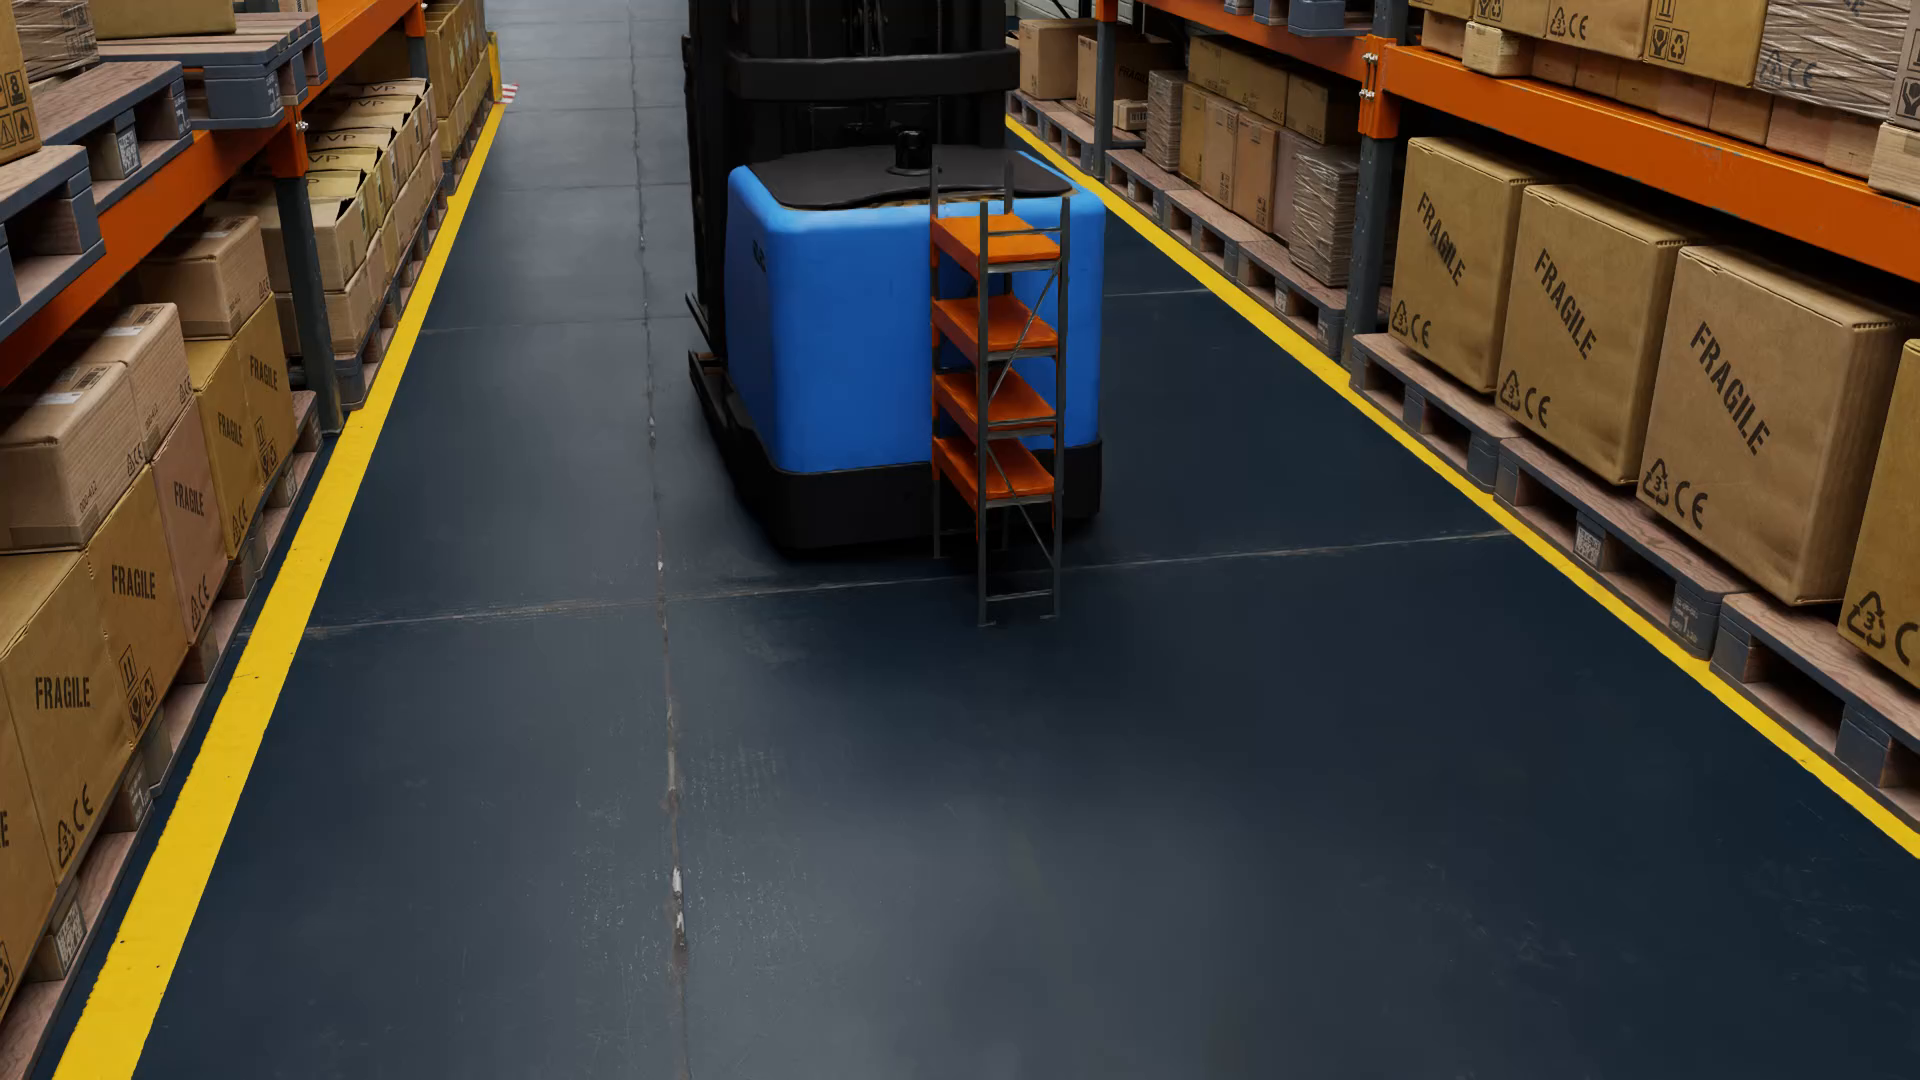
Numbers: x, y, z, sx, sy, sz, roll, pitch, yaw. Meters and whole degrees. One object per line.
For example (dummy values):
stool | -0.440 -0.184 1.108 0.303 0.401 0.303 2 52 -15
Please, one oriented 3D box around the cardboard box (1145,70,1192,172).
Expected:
cardboard box | 1.494 -2.453 9.693 0.700 0.500 0.500 -3 24 -8

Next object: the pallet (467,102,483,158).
pallet | -3.861 -2.836 11.480 1.003 0.211 1.213 -4 24 -10

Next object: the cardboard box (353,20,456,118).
cardboard box | -3.304 -2.799 9.885 0.500 0.500 0.500 -4 24 -10

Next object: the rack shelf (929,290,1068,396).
rack shelf | 0.100 -0.555 4.630 0.258 0.148 0.480 -6 24 -14

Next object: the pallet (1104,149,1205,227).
pallet | 1.487 -2.102 9.798 1.003 0.211 1.213 -4 24 -10

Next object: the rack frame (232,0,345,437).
rack frame | -2.787 -1.744 5.496 1.000 3.000 0.127 -4 24 -10

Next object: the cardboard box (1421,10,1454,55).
cardboard box | 1.914 -1.860 6.049 0.380 0.149 0.250 -5 24 -11

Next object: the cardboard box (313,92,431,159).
cardboard box | -3.067 -2.165 8.668 0.500 0.311 0.500 -4 24 -8

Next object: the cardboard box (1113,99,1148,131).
cardboard box | 1.213 -2.797 10.897 0.380 0.166 0.250 -8 25 -17

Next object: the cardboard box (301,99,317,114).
cardboard box | -3.607 -2.129 8.586 0.500 0.311 0.500 -5 24 -10

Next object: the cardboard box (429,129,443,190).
cardboard box | -3.165 -2.108 9.240 0.500 0.250 0.500 -5 24 -10

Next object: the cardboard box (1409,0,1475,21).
cardboard box | 1.919 -2.093 5.774 0.500 0.500 0.500 -4 24 -8

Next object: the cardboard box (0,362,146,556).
cardboard box | -2.082 -0.172 3.533 0.500 0.250 0.500 -4 24 -10

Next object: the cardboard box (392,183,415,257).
cardboard box | -2.885 -1.508 7.865 0.500 0.250 0.500 -4 24 -9

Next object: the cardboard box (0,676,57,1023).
cardboard box | -1.897 0.565 2.782 0.500 0.500 0.500 -5 24 -12

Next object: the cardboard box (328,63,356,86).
cardboard box | -3.908 -2.957 10.247 0.500 0.500 0.500 -4 24 -10

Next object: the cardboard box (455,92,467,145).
cardboard box | -3.402 -2.652 10.485 0.500 0.250 0.500 -4 24 -10

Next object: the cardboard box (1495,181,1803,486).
cardboard box | 2.244 -0.676 5.210 0.750 0.750 0.750 -4 24 -10

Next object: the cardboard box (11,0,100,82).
cardboard box | -2.578 -1.369 3.987 0.700 0.500 0.500 0 24 0

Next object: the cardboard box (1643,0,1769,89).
cardboard box | 2.202 -1.487 4.386 0.500 0.500 0.500 -4 24 -8

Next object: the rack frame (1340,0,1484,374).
rack frame | 2.081 -2.112 6.338 1.000 3.000 0.127 -4 24 -10

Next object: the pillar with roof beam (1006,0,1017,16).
pillar with roof beam | -3.759 -9.838 16.533 9.100 9.000 0.400 -4 24 -10

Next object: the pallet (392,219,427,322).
pallet | -3.123 -1.272 7.898 1.003 0.211 1.213 -4 24 -10

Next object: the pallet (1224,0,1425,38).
pallet | 1.844 -2.297 7.001 1.213 0.211 1.003 -4 24 -10

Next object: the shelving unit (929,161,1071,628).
shelving unit | 0.100 -0.411 4.692 0.258 1.200 0.503 -6 24 -14

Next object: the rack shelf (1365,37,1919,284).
rack shelf | 2.451 -0.996 4.681 1.077 0.370 4.000 -4 24 -10

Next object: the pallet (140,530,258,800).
pallet | -2.464 0.309 4.279 1.003 0.211 1.213 -4 24 -10

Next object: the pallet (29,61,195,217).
pallet | -2.423 -0.892 3.783 1.003 0.211 1.213 -4 24 -10

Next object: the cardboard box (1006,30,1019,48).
cardboard box | 0.641 -3.950 13.355 0.500 0.311 0.500 -7 25 -16

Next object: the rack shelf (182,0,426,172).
rack shelf | -3.157 -2.201 7.441 1.077 0.370 4.000 -4 24 -10

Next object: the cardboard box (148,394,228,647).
cardboard box | -2.185 -0.040 4.168 0.500 0.500 0.500 -5 24 -12

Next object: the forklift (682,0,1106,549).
forklift | -0.443 -1.881 5.894 1.130 2.935 3.031 -6 24 -14

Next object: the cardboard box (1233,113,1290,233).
cardboard box | 1.796 -1.852 8.317 0.700 0.500 0.500 -4 24 -10

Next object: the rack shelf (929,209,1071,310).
rack shelf | 0.100 -0.771 4.535 0.258 0.148 0.480 -6 24 -14

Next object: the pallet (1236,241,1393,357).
pallet | 1.938 -1.142 7.601 1.003 0.211 1.213 -4 24 -10

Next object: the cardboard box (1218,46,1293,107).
cardboard box | 1.678 -2.420 8.679 0.500 0.250 0.500 -5 24 -11

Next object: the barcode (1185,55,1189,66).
barcode | 1.477 -3.118 10.816 0.001 0.075 0.075 -4 24 -10

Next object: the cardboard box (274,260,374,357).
cardboard box | -2.595 -0.904 6.483 0.500 0.250 0.500 -4 24 -10

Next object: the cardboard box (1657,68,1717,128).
cardboard box | 2.208 -1.257 4.669 0.380 0.149 0.250 -4 24 -9

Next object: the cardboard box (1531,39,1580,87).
cardboard box | 2.086 -1.559 5.361 0.380 0.149 0.250 -5 24 -10

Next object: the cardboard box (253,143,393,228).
cardboard box | -2.792 -1.568 7.302 0.500 0.311 0.500 -5 24 -11

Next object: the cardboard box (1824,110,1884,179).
cardboard box | 2.320 -0.948 3.962 0.380 0.149 0.250 -4 24 -10

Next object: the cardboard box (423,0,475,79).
cardboard box | -3.584 -3.389 11.235 0.500 0.500 0.500 -4 24 -10

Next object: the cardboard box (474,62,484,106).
cardboard box | -3.678 -3.242 11.836 0.500 0.250 0.500 -4 24 -10

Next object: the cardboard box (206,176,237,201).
cardboard box | -3.228 -1.325 6.747 0.500 0.311 0.500 -5 24 -11
